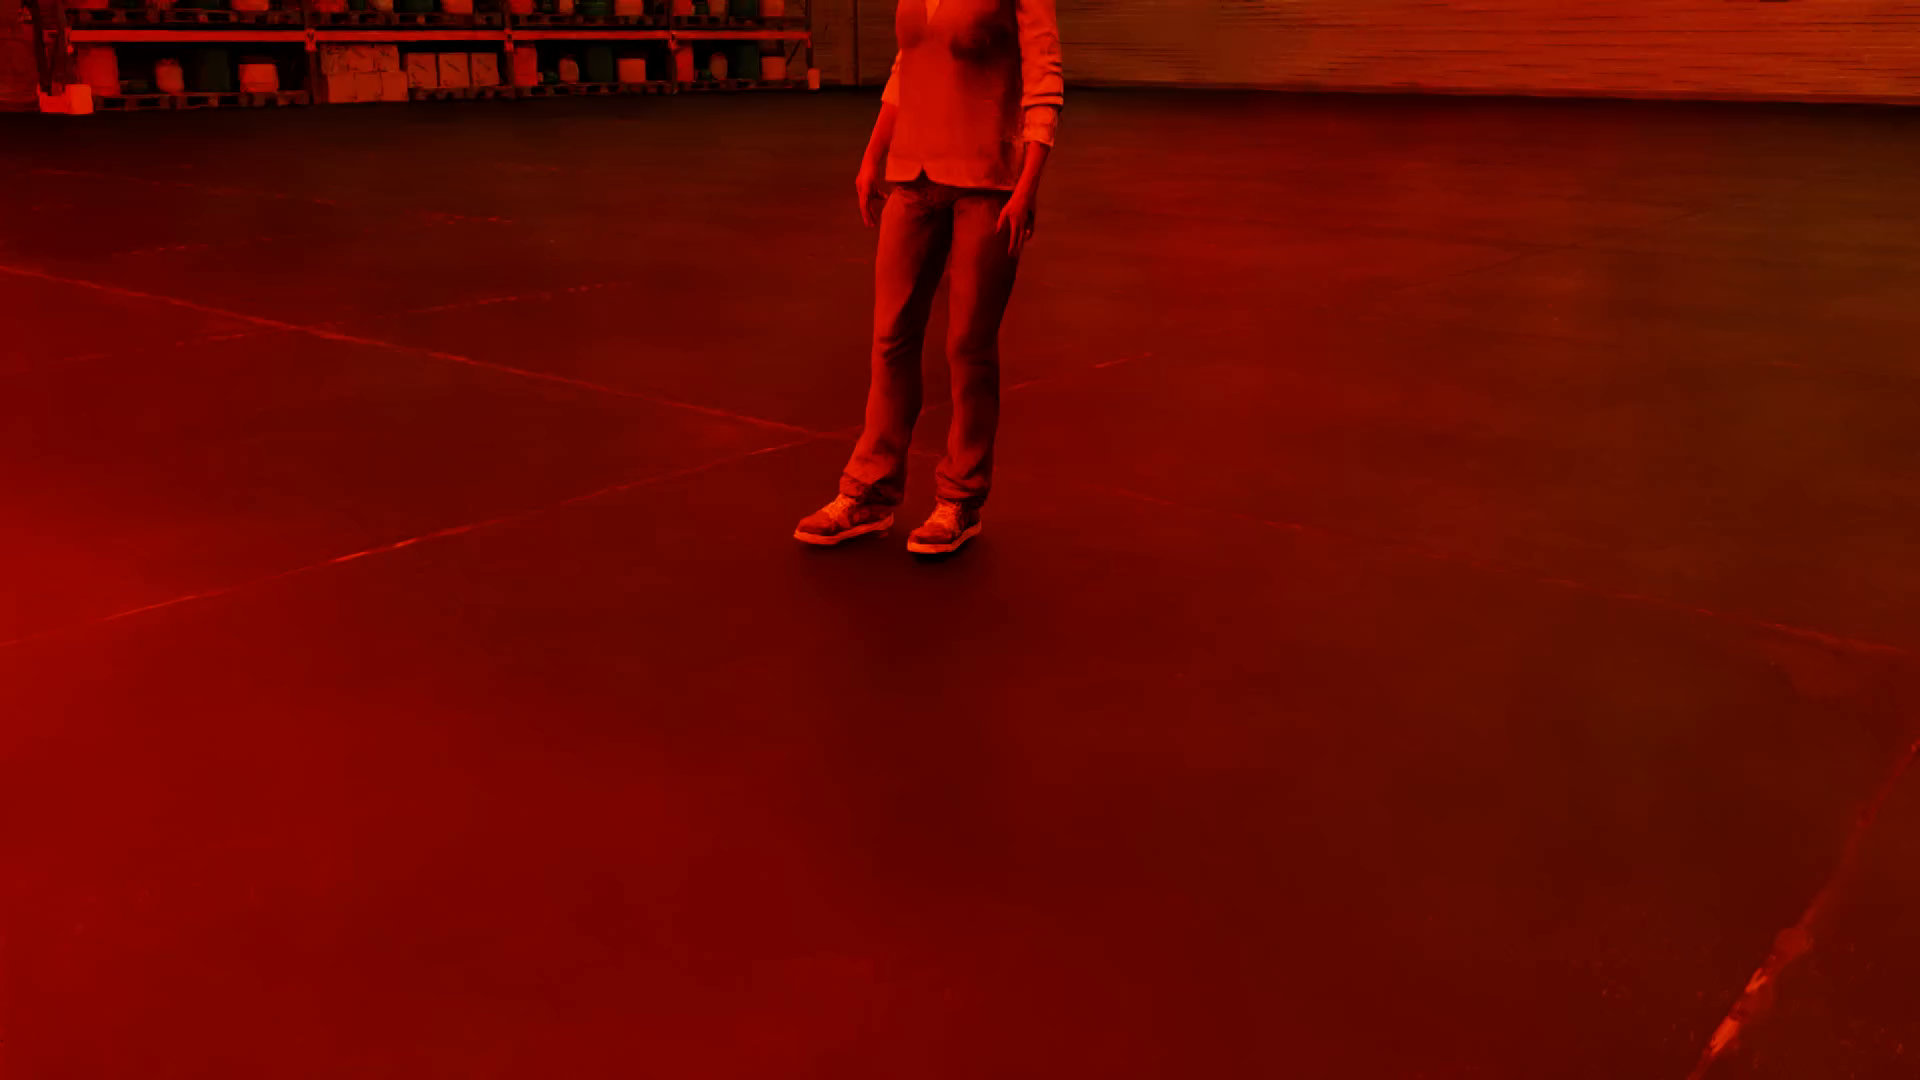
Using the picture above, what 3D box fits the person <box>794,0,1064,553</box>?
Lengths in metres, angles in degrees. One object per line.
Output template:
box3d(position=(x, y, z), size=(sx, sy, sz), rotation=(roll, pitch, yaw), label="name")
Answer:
box3d(position=(-0.058, -0.757, 3.662), size=(0.521, 1.597, 0.474), rotation=(13, 21, 37), label="person")
